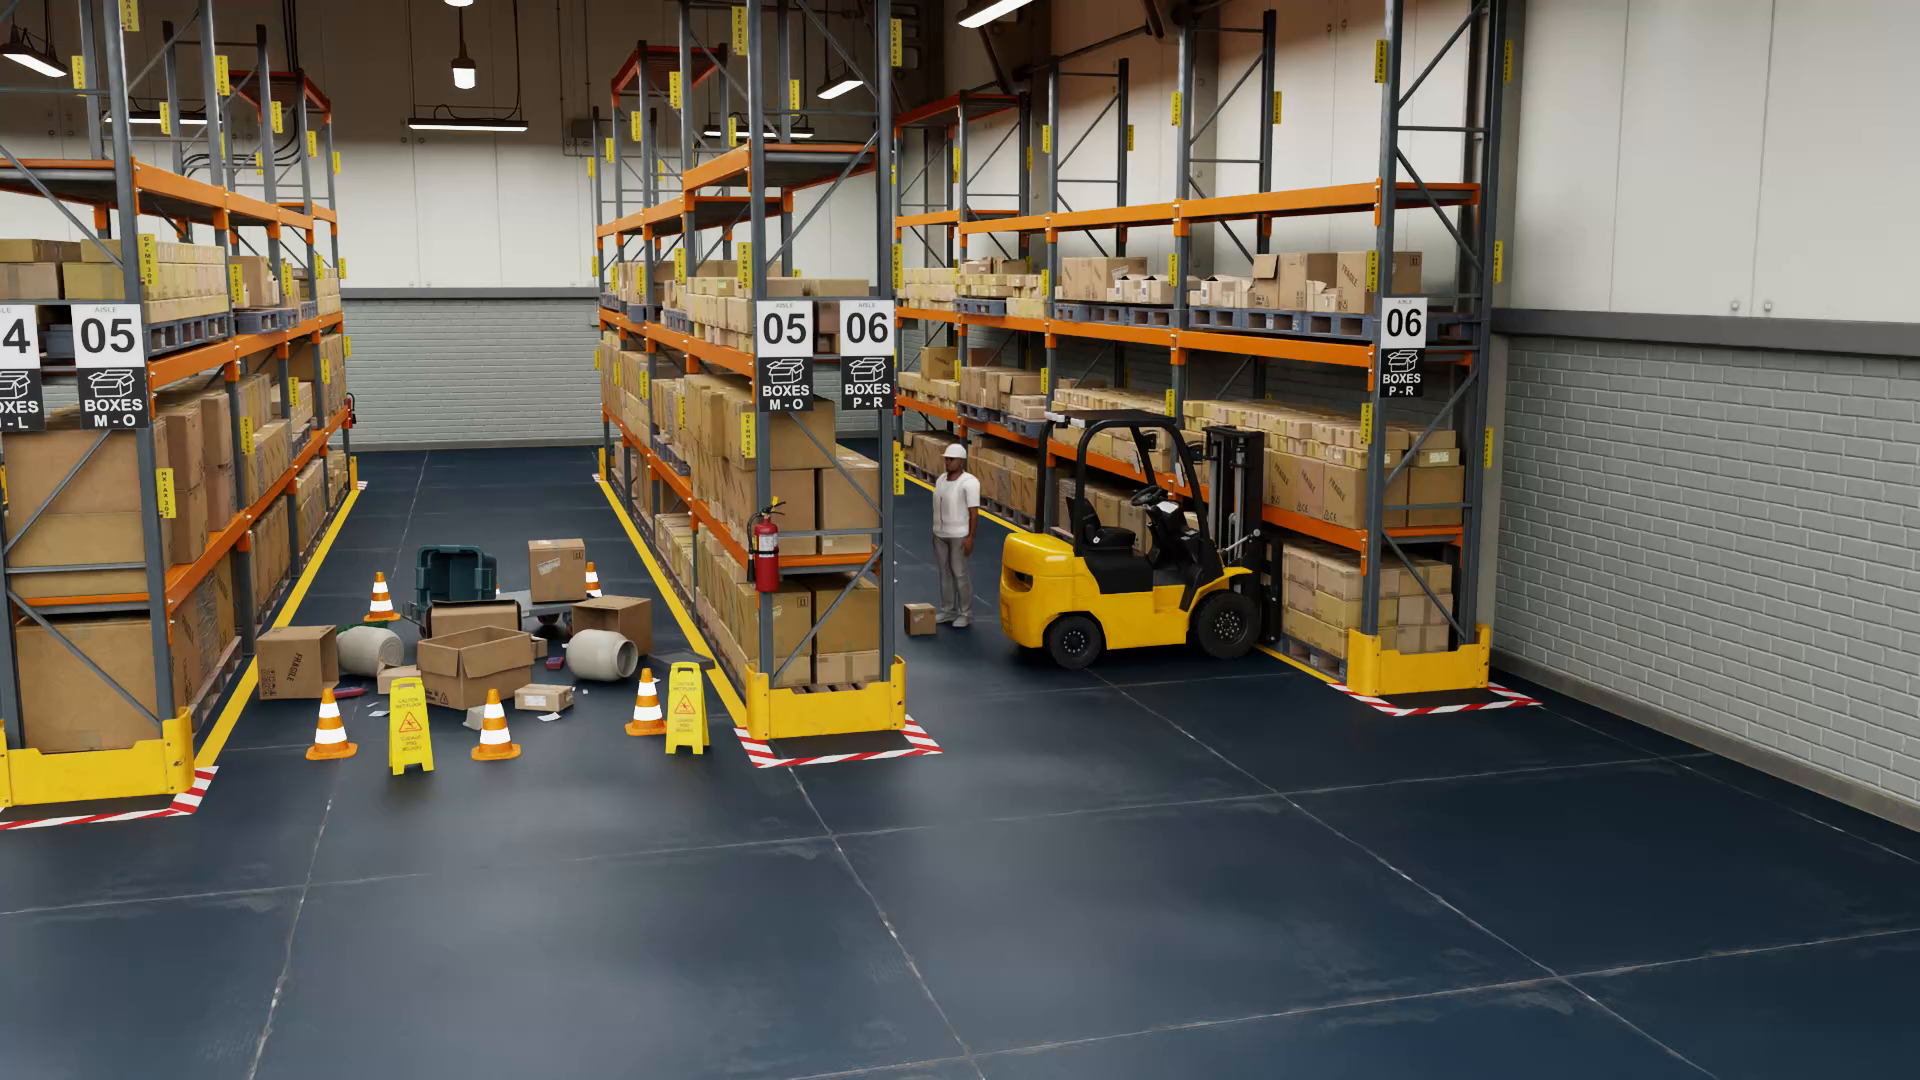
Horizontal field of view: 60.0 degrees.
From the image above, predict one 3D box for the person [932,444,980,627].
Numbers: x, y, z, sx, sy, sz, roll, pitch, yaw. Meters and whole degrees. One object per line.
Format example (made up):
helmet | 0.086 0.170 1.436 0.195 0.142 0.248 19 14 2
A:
person | -0.058 -0.049 16.070 0.340 1.765 0.561 -9 13 -43
